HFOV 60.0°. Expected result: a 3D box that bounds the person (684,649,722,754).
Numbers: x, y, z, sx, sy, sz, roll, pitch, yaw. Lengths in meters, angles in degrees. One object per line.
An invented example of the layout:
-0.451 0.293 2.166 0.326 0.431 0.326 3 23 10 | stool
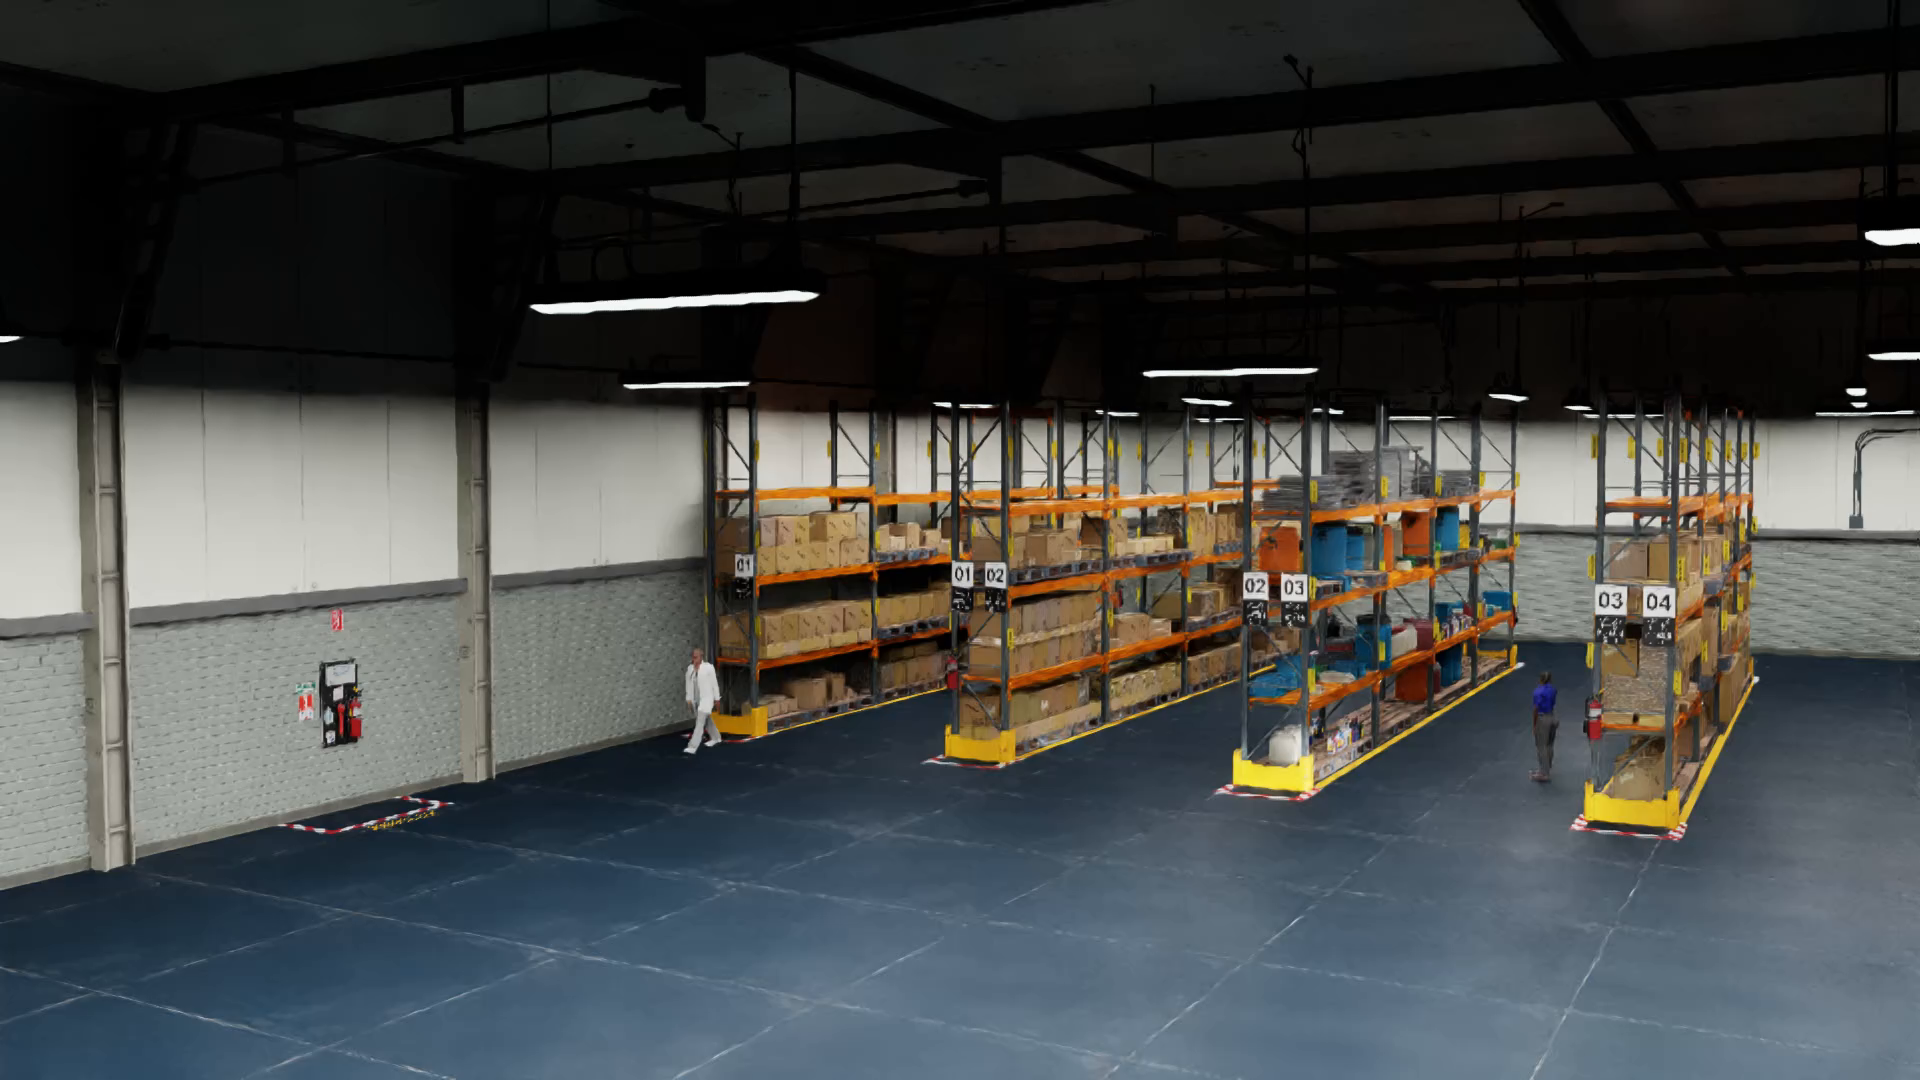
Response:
-4.326 2.643 27.594 0.574 1.698 1.193 2 4 31 | person

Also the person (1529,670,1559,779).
8.859 2.795 25.320 0.498 1.662 0.463 -2 4 -31 | person

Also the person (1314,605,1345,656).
8.064 2.212 36.332 0.677 1.671 0.530 2 3 26 | person
